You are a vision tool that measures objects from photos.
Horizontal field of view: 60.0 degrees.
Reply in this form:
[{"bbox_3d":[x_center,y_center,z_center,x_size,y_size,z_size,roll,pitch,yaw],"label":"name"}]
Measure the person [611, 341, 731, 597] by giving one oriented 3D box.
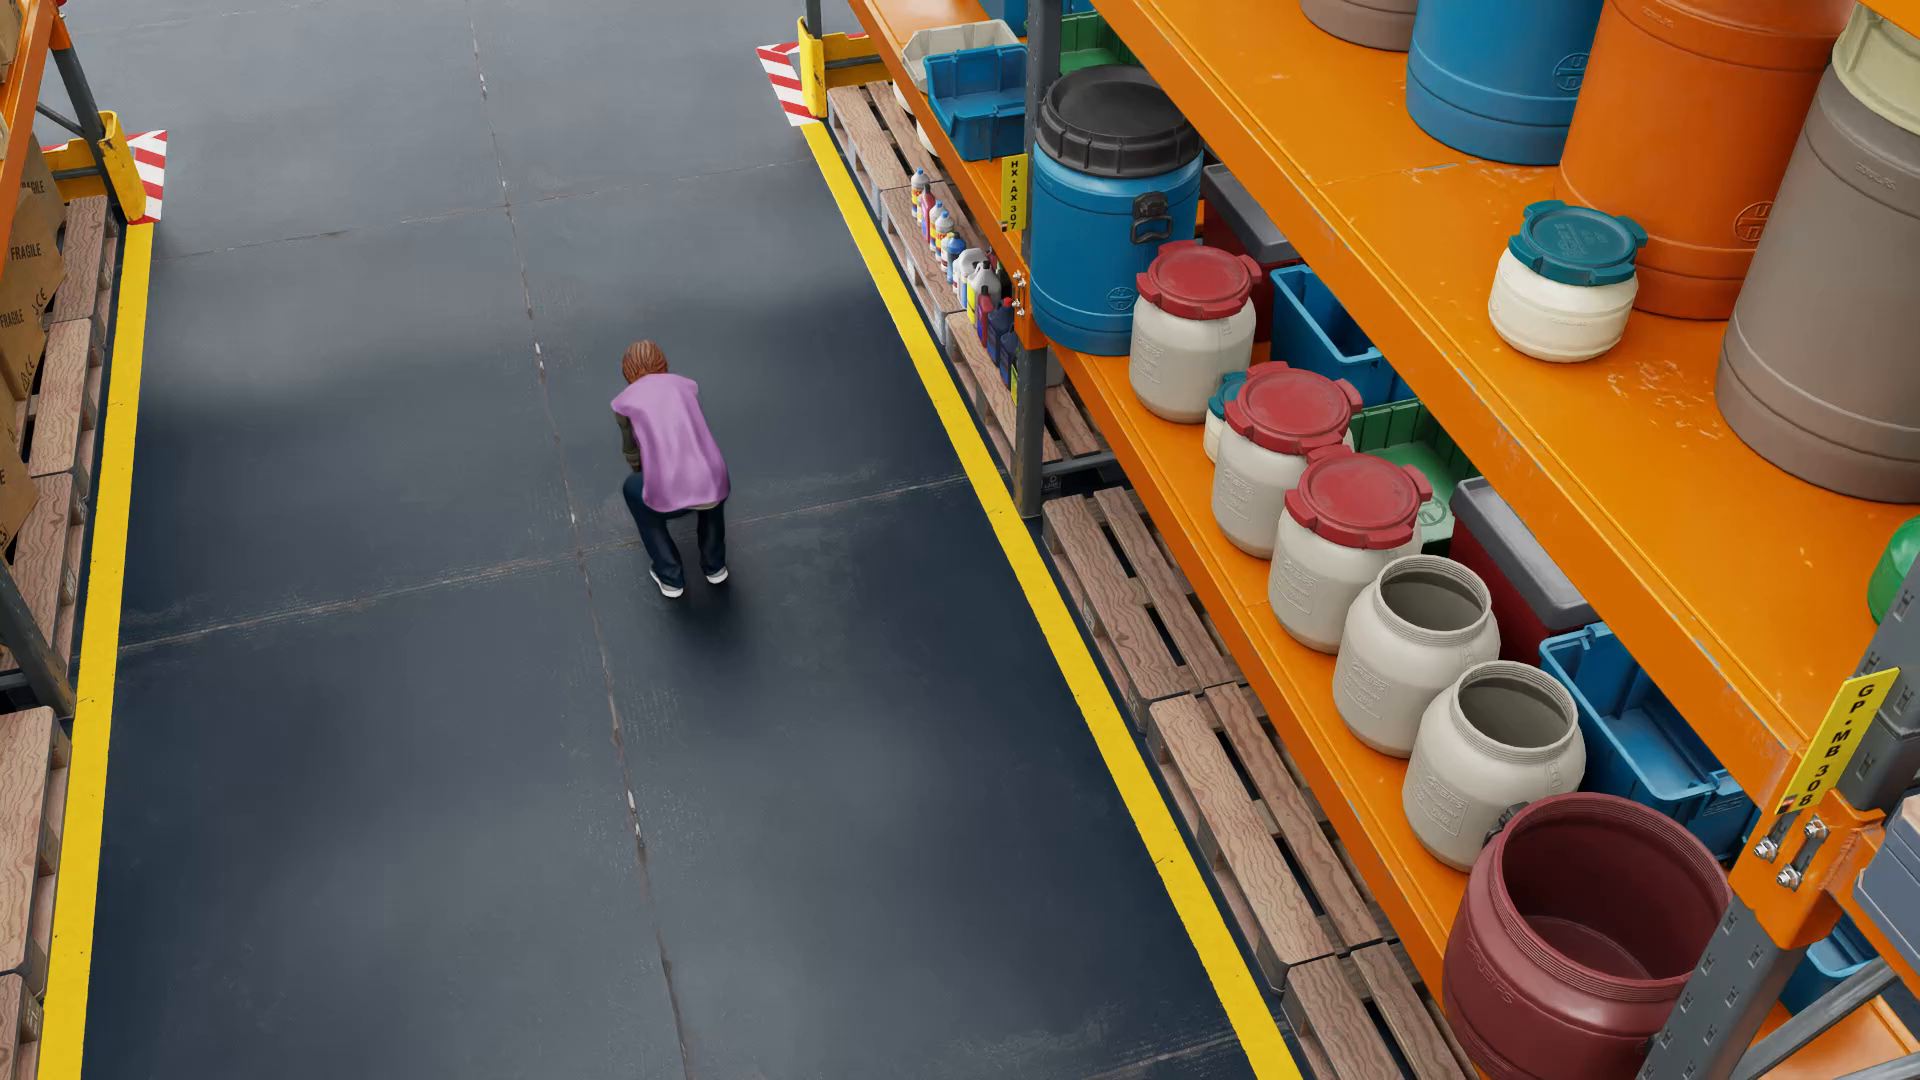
[{"bbox_3d":[-1.201,-0.265,6.967,0.428,0.902,0.857,-14,45,-14],"label":"person"}]
